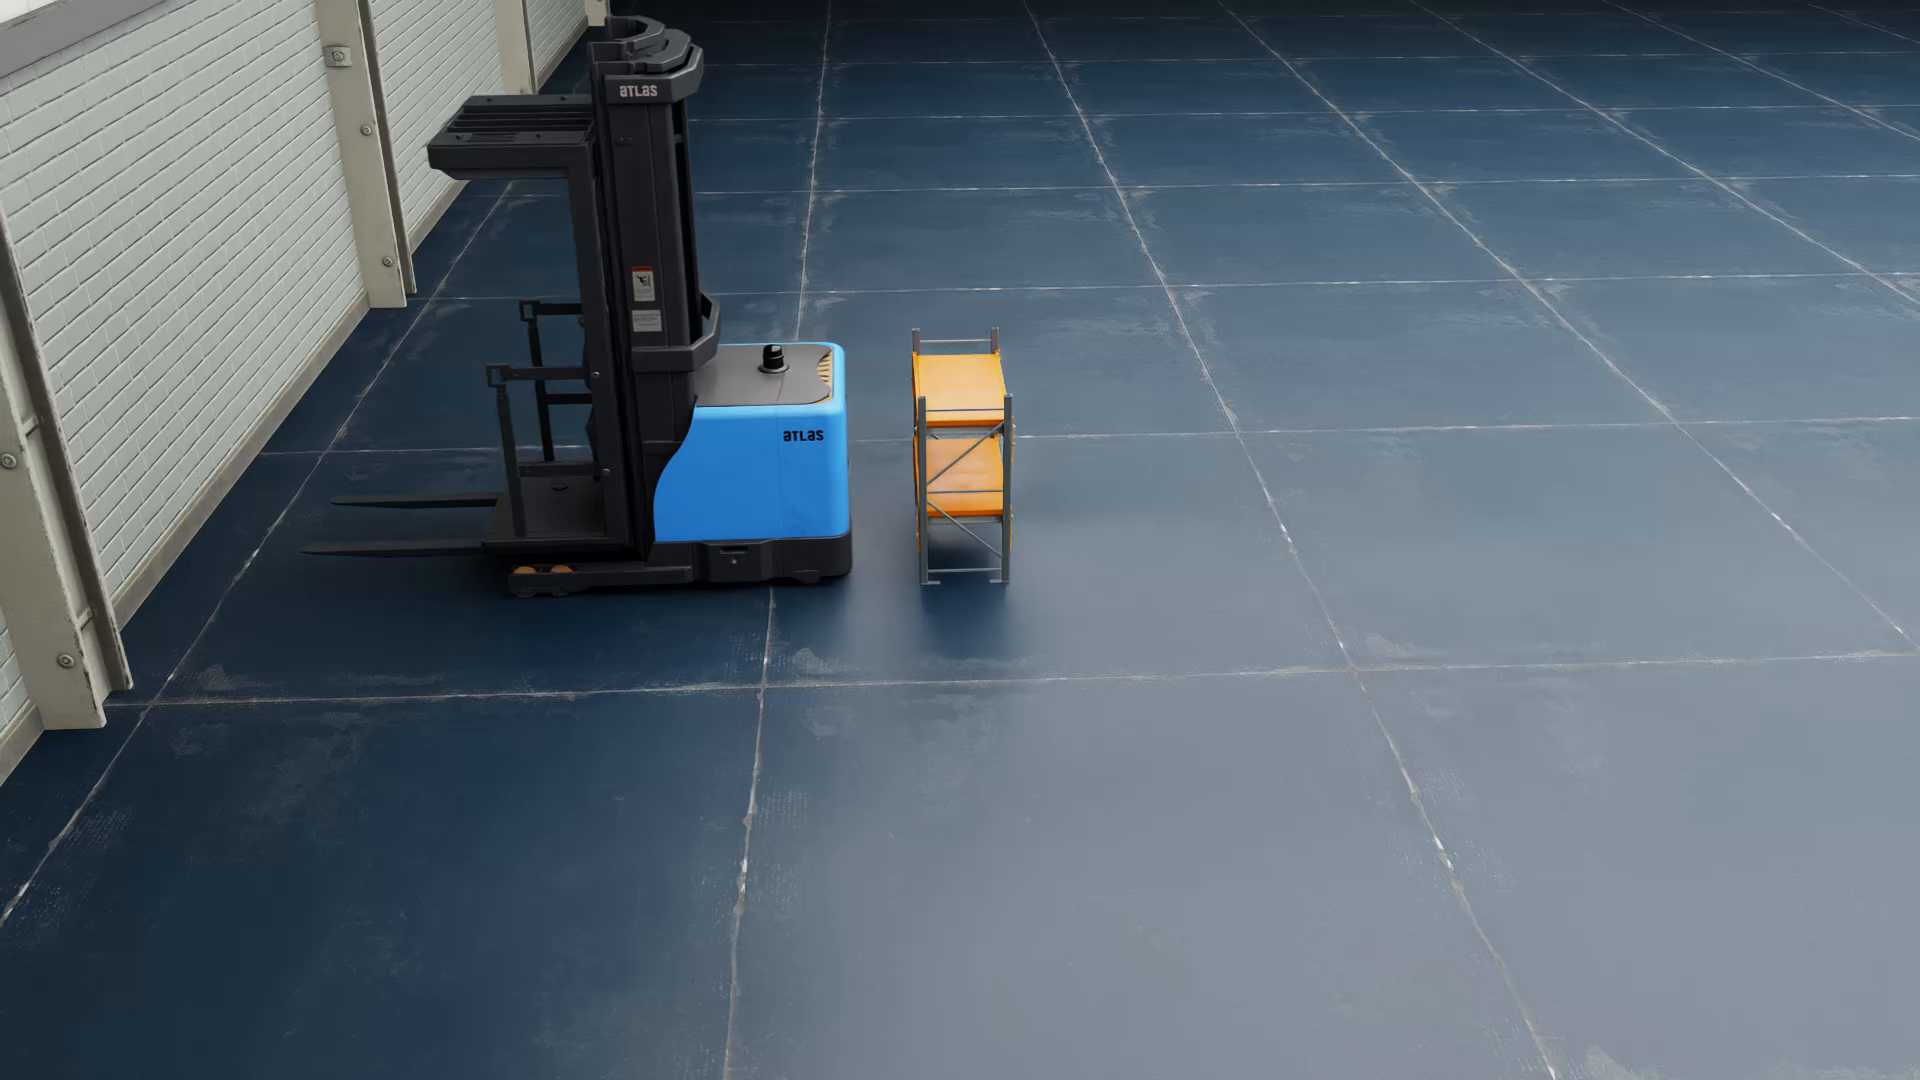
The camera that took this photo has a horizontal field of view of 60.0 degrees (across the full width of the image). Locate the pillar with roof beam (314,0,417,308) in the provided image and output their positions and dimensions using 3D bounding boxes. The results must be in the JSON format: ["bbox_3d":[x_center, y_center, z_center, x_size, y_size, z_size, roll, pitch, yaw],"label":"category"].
[{"bbox_3d":[-0.312,-6.047,11.614,9.100,9.000,0.400,-1,28,-3],"label":"pillar with roof beam"}]

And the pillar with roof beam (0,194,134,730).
[{"bbox_3d":[0.001,-3.276,6.301,9.100,9.000,0.400,-1,28,-3],"label":"pillar with roof beam"}]

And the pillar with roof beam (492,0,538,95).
[{"bbox_3d":[-0.625,-8.818,16.926,9.100,9.000,0.400,-1,28,-3],"label":"pillar with roof beam"}]

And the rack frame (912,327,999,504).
[{"bbox_3d":[-0.026,-0.730,9.934,0.500,1.125,0.032,-1,28,-3],"label":"rack frame"}]

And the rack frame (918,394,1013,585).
[{"bbox_3d":[0.027,-0.261,9.034,0.500,1.125,0.032,-1,28,-3],"label":"rack frame"}]

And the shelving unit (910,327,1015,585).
[{"bbox_3d":[0.000,-0.496,9.484,0.538,1.125,1.048,-1,28,-3],"label":"shelving unit"}]

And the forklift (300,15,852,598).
[{"bbox_3d":[-2.143,-1.237,8.951,3.031,2.935,1.130,-2,28,-3],"label":"forklift"}]

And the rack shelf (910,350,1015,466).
[{"bbox_3d":[0.000,-0.755,9.349,0.538,0.278,1.000,-1,28,-3],"label":"rack shelf"}]

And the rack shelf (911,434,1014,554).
[{"bbox_3d":[0.000,-0.279,9.597,0.538,0.278,1.000,-1,28,-3],"label":"rack shelf"}]

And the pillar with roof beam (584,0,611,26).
[{"bbox_3d":[-0.939,-11.589,22.239,9.100,9.000,0.400,-1,28,-3],"label":"pillar with roof beam"}]
